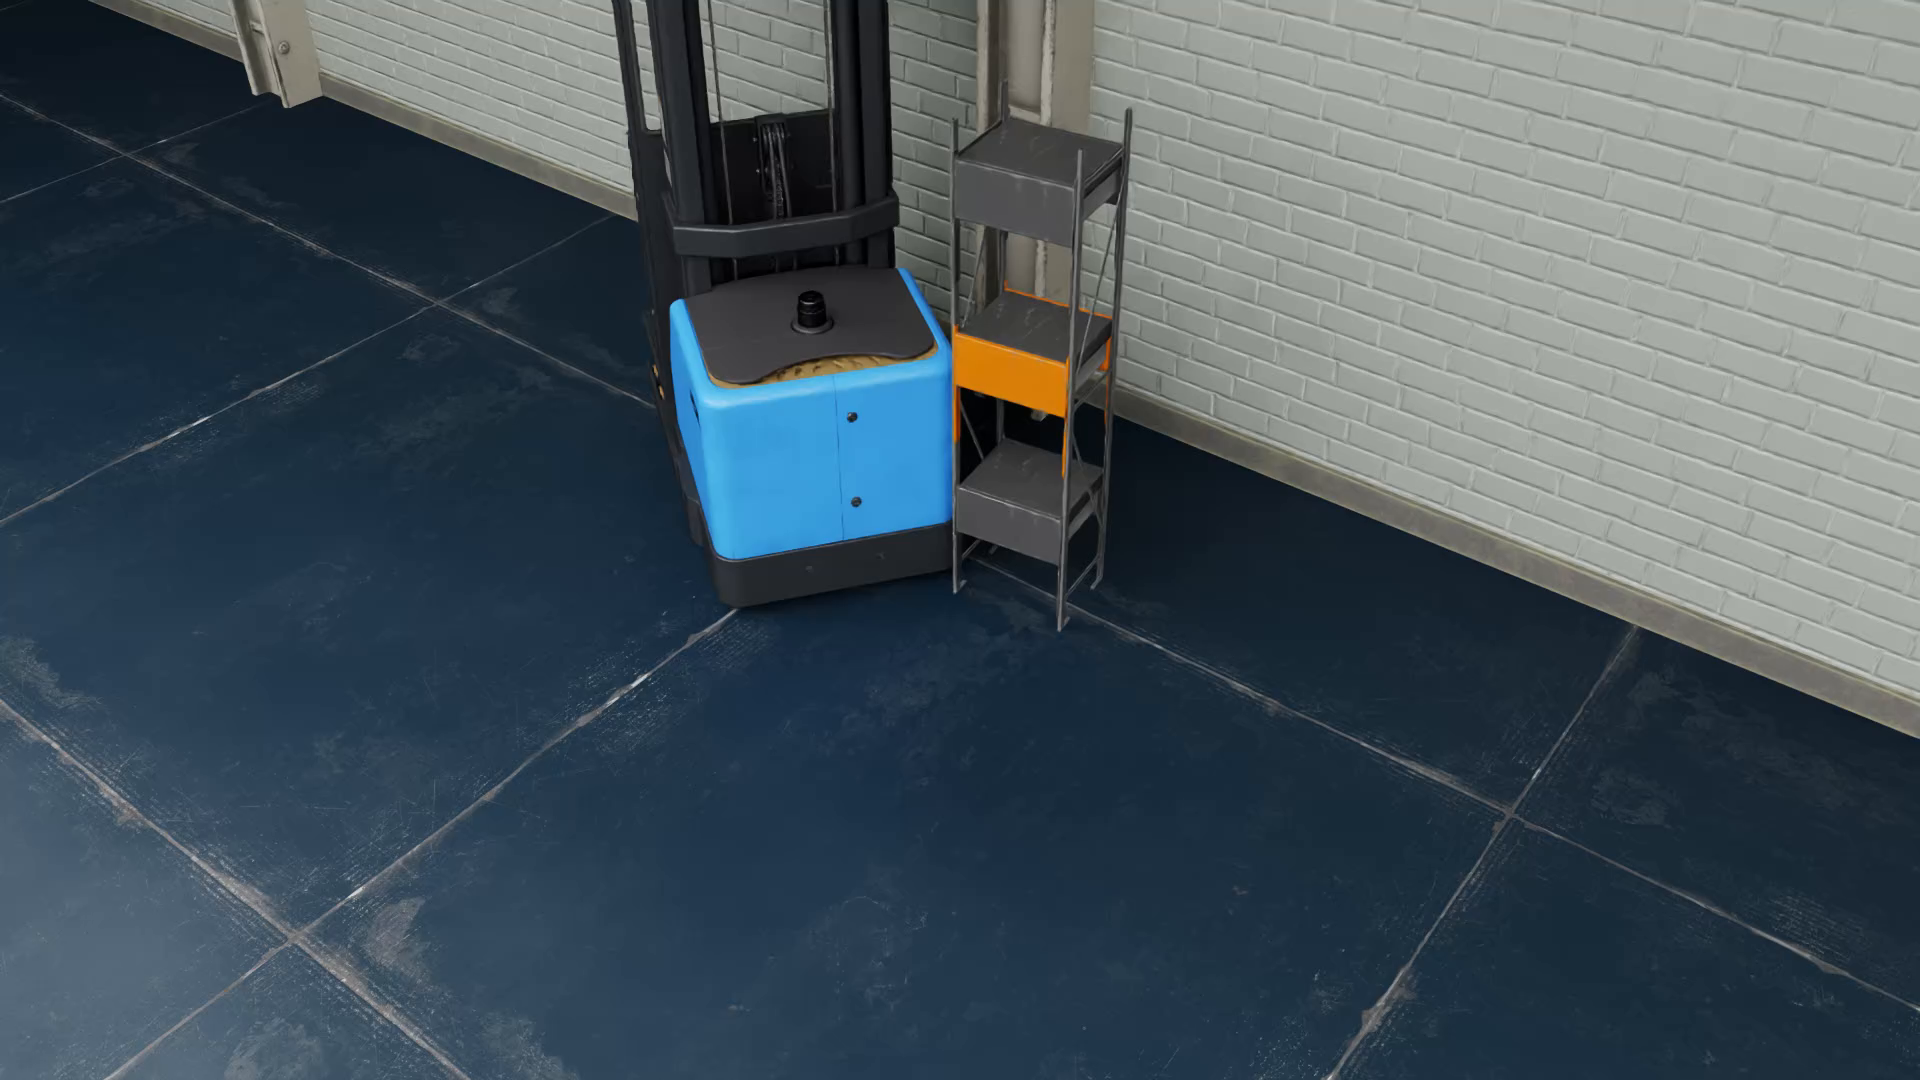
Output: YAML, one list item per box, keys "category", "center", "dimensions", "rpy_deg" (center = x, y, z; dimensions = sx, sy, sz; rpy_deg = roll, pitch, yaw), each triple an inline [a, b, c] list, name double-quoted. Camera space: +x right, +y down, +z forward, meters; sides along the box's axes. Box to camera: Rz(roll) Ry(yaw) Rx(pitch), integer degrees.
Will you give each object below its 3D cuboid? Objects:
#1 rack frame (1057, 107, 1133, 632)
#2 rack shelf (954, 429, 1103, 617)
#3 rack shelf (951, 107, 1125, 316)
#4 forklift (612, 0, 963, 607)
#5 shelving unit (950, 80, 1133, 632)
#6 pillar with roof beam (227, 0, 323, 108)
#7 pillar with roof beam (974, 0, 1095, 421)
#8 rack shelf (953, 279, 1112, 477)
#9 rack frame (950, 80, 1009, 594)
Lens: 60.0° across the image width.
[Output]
- category: "rack frame"
  center: [0.497, -0.563, 6.262]
  dimensions: [0.015, 2.100, 0.400]
  rpy_deg: [19, 42, 23]
- category: "rack shelf"
  center: [0.288, -0.073, 6.796]
  dimensions: [0.480, 0.518, 0.431]
  rpy_deg: [19, 42, 23]
- category: "rack shelf"
  center: [0.283, -1.177, 5.936]
  dimensions: [0.480, 0.518, 0.431]
  rpy_deg: [19, 42, 23]
- category: "forklift"
  center: [-0.895, -1.794, 7.164]
  dimensions: [1.130, 2.935, 3.031]
  rpy_deg: [-10, 39, -13]
- category: "shelving unit"
  center: [0.285, -0.636, 6.358]
  dimensions: [0.503, 2.100, 0.431]
  rpy_deg: [19, 42, 23]
- category: "pillar with roof beam"
  center: [-7.063, -4.399, 5.569]
  dimensions: [0.400, 9.000, 9.100]
  rpy_deg: [25, 45, 29]
- category: "pillar with roof beam"
  center: [-2.298, -2.152, 2.699]
  dimensions: [0.400, 9.000, 9.100]
  rpy_deg: [25, 45, 29]
- category: "rack shelf"
  center: [0.285, -0.625, 6.366]
  dimensions: [0.480, 0.518, 0.431]
  rpy_deg: [19, 42, 23]
- category: "rack frame"
  center: [0.073, -0.710, 6.453]
  dimensions: [0.015, 2.100, 0.400]
  rpy_deg: [19, 42, 23]
